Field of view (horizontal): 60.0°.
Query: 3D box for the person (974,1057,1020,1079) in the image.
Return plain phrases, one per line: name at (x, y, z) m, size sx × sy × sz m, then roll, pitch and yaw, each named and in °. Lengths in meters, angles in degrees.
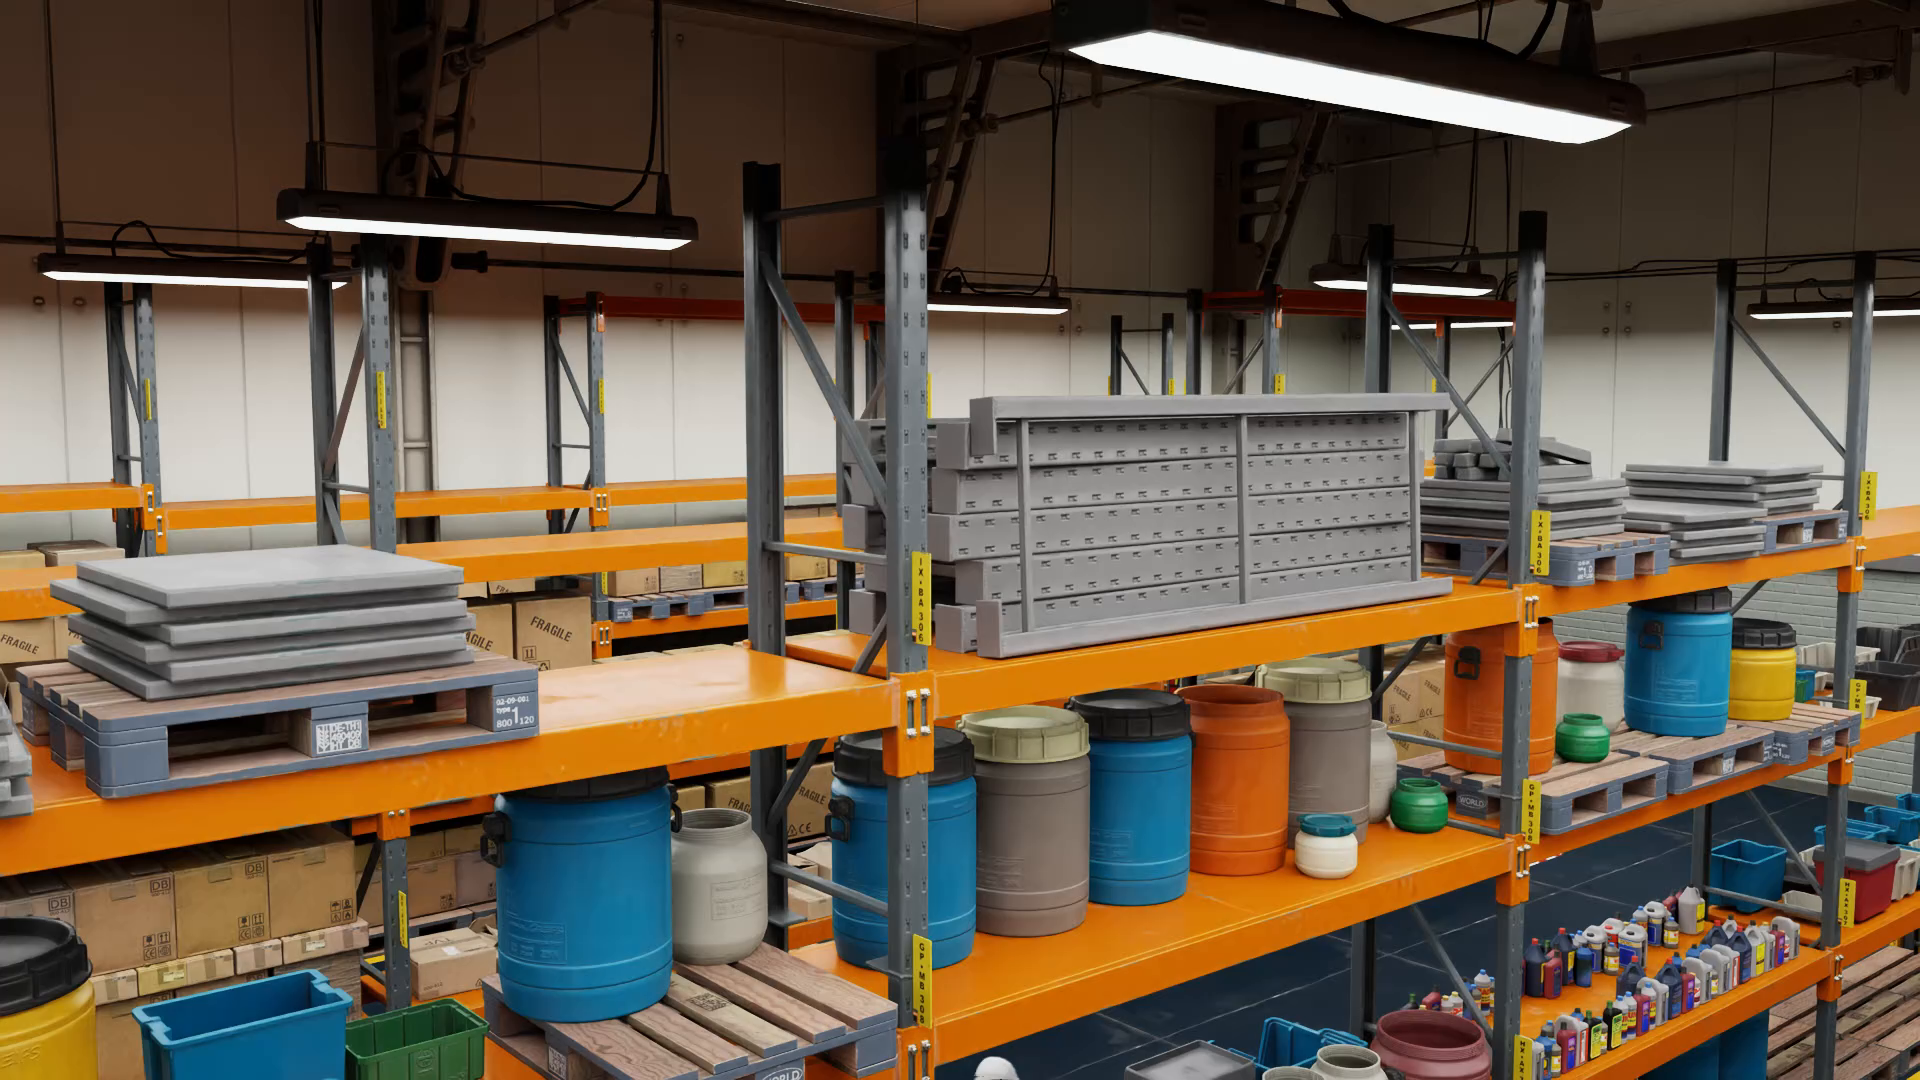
person at (0.165, 3.489, 8.463) m, size 0.916 × 1.753 × 0.632 m, roll -1°, pitch 6°, yaw -8°
